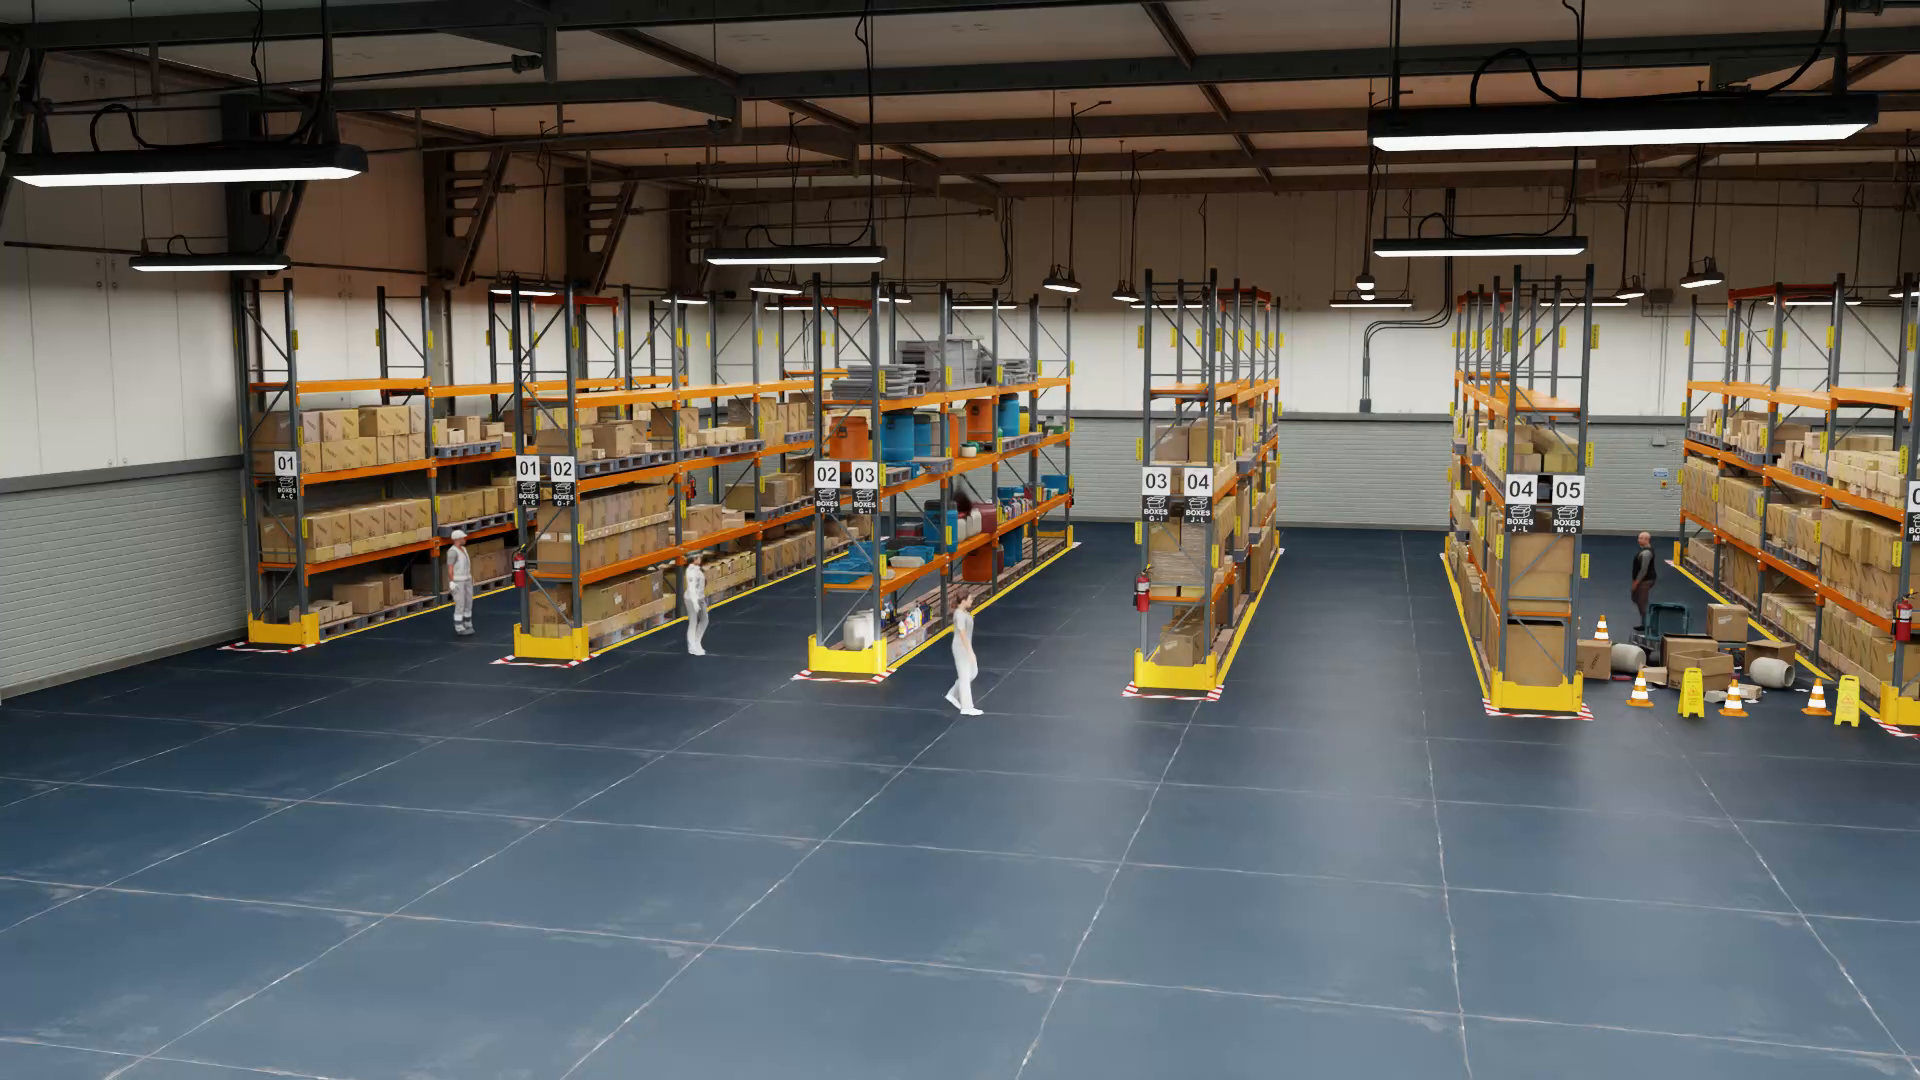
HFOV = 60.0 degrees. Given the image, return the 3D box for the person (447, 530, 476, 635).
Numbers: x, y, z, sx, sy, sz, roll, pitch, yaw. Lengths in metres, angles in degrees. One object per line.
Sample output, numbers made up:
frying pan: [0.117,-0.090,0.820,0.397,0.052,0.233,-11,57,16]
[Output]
person: [-8.515,0.734,28.426,0.441,1.825,0.613,3,7,23]

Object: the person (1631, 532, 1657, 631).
person: [11.731,0.712,28.598,0.571,1.717,0.474,-6,9,-42]

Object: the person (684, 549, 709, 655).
person: [-4.240,1.006,26.656,0.352,1.732,0.534,2,7,14]

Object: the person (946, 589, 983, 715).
person: [0.058,1.492,22.378,0.525,1.674,0.565,1,7,5]
